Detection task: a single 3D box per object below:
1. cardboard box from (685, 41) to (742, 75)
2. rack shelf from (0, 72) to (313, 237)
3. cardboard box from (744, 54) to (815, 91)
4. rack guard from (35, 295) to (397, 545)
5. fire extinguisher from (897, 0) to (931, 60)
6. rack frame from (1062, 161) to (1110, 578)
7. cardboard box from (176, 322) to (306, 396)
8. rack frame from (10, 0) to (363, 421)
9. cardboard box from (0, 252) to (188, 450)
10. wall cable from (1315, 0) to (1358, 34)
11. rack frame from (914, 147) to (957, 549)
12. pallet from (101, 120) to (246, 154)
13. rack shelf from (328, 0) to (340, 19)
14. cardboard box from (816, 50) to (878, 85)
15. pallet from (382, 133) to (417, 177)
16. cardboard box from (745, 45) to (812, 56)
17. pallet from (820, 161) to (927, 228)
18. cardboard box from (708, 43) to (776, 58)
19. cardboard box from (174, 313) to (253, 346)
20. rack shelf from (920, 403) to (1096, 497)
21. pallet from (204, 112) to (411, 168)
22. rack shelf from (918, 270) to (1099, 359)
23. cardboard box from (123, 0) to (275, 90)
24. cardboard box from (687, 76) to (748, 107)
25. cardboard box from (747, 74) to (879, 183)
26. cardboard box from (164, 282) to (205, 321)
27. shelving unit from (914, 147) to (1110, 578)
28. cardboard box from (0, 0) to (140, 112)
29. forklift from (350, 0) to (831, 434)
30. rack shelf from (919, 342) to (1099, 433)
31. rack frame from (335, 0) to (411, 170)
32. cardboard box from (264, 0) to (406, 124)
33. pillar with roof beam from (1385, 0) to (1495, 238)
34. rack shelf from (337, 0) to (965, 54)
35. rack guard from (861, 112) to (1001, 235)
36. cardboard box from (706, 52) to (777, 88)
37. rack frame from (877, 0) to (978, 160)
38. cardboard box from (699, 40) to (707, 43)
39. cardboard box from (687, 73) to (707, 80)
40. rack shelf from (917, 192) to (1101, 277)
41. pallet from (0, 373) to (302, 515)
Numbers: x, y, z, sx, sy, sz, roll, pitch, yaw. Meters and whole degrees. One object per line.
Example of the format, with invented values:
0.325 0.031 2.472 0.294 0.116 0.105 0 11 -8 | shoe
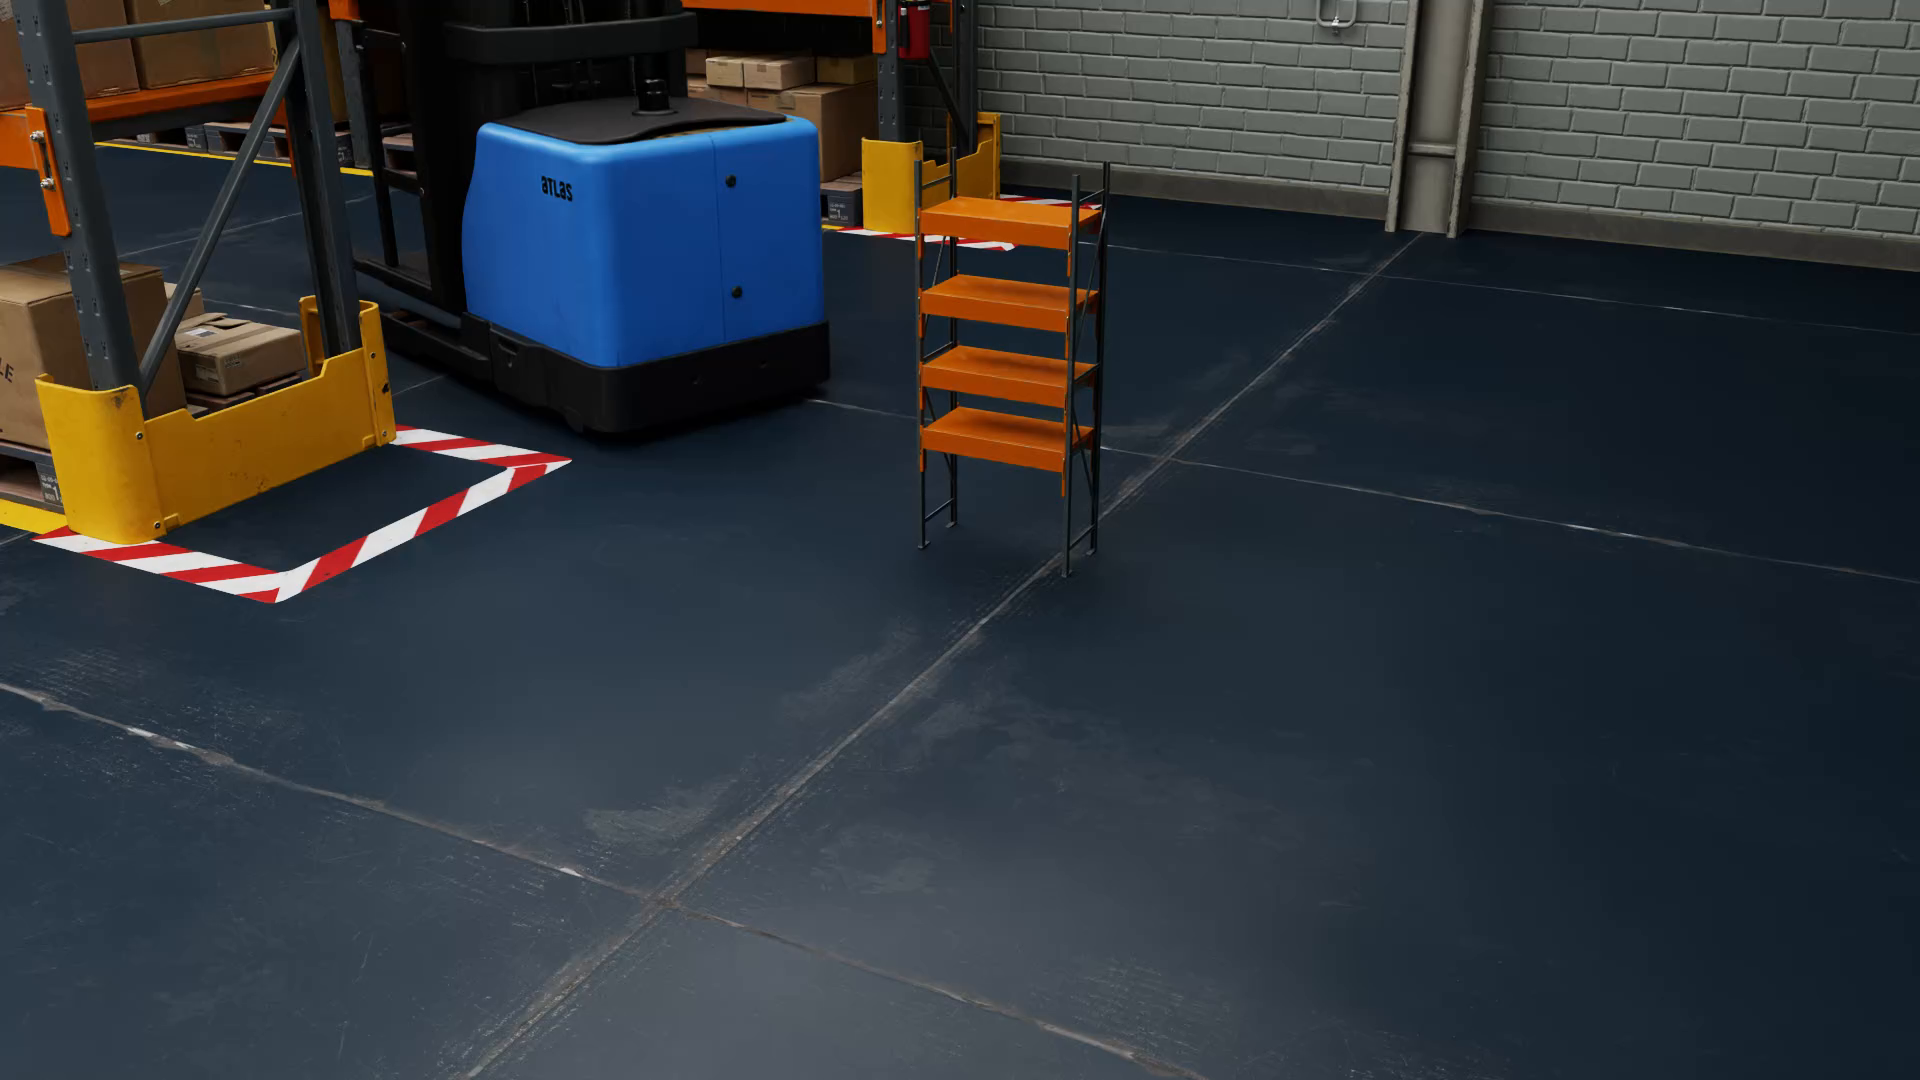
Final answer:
-1.543 -2.963 10.214 0.250 0.149 0.380 12 26 25 | cardboard box
-4.189 -1.599 6.095 4.000 0.370 1.077 11 25 25 | rack shelf
-1.039 -2.696 9.586 0.250 0.149 0.380 11 25 24 | cardboard box
-2.472 -0.440 5.645 0.348 0.500 1.175 11 25 25 | rack guard
-0.246 -2.912 8.840 0.183 0.674 0.296 11 25 25 | fire extinguisher
0.365 -0.480 4.845 0.015 1.200 0.240 11 25 25 | rack frame
-2.622 -0.661 6.052 0.250 0.149 0.380 11 25 25 | cardboard box
-2.404 -1.577 5.124 0.127 3.000 1.000 11 25 25 | rack frame
-3.000 -0.639 5.551 0.500 0.500 0.500 11 25 25 | cardboard box
1.398 -3.879 9.240 1.851 1.984 0.084 11 25 25 | wall cable
-0.070 -0.566 5.048 0.015 1.200 0.240 11 25 25 | rack frame
-5.557 -3.055 12.164 1.213 0.211 1.003 11 25 25 | pallet
-5.527 -4.036 11.826 4.000 0.370 1.077 11 25 25 | rack shelf
-0.640 -2.785 9.795 0.250 0.149 0.380 11 26 25 | cardboard box
-3.098 -2.569 11.021 1.213 0.211 1.003 11 25 25 | pallet
-1.092 -2.874 10.004 0.250 0.149 0.380 11 26 25 | cardboard box
-0.921 -2.138 10.007 1.213 0.211 1.003 11 25 25 | pallet
-1.316 -2.919 10.109 0.250 0.149 0.380 11 26 25 | cardboard box
-2.845 -0.713 6.152 0.250 0.166 0.380 11 25 25 | cardboard box
0.148 -0.278 5.050 0.480 0.148 0.258 11 25 25 | rack shelf
-4.464 -2.840 11.659 1.213 0.211 1.003 11 25 25 | pallet
0.148 -0.667 4.885 0.480 0.148 0.258 11 25 25 | rack shelf
-2.681 -1.793 5.505 0.500 0.500 0.500 12 26 26 | cardboard box
-1.288 -2.527 10.017 0.500 0.500 0.700 11 25 24 | cardboard box
-0.842 -2.439 9.809 0.500 0.500 0.700 11 25 25 | cardboard box
-3.207 -0.797 6.243 0.500 0.250 0.500 11 25 25 | cardboard box
0.148 -0.523 4.946 0.503 1.200 0.258 11 25 25 | shelving unit
-2.926 -1.607 5.067 0.500 0.500 0.500 12 26 26 | cardboard box
-1.864 -2.230 6.748 1.130 2.935 3.031 -19 30 -38 | forklift
0.148 -0.461 4.973 0.480 0.148 0.258 11 25 25 | rack shelf
-3.742 -4.014 10.855 0.127 3.000 1.000 11 25 25 | rack frame
-4.380 -3.287 11.356 0.750 0.750 0.750 12 26 25 | cardboard box
0.685 -4.390 4.074 0.400 9.000 9.100 11 25 25 | pillar with roof beam
-1.957 -3.329 10.165 4.000 0.370 1.077 11 25 25 | rack shelf
-0.151 -2.153 9.673 0.348 0.500 1.175 11 25 25 | rack guard
-1.267 -2.741 9.692 0.250 0.149 0.380 12 26 26 | cardboard box
-0.172 -3.307 9.194 0.127 3.000 1.000 11 25 25 | rack frame
-1.772 -3.008 10.320 0.250 0.149 0.380 11 26 25 | cardboard box
-1.738 -2.616 10.225 0.500 0.500 0.700 10 25 23 | cardboard box
0.148 -0.885 4.793 0.480 0.148 0.258 11 25 25 | rack shelf
-3.183 -0.447 6.032 1.213 0.211 1.003 11 25 25 | pallet
